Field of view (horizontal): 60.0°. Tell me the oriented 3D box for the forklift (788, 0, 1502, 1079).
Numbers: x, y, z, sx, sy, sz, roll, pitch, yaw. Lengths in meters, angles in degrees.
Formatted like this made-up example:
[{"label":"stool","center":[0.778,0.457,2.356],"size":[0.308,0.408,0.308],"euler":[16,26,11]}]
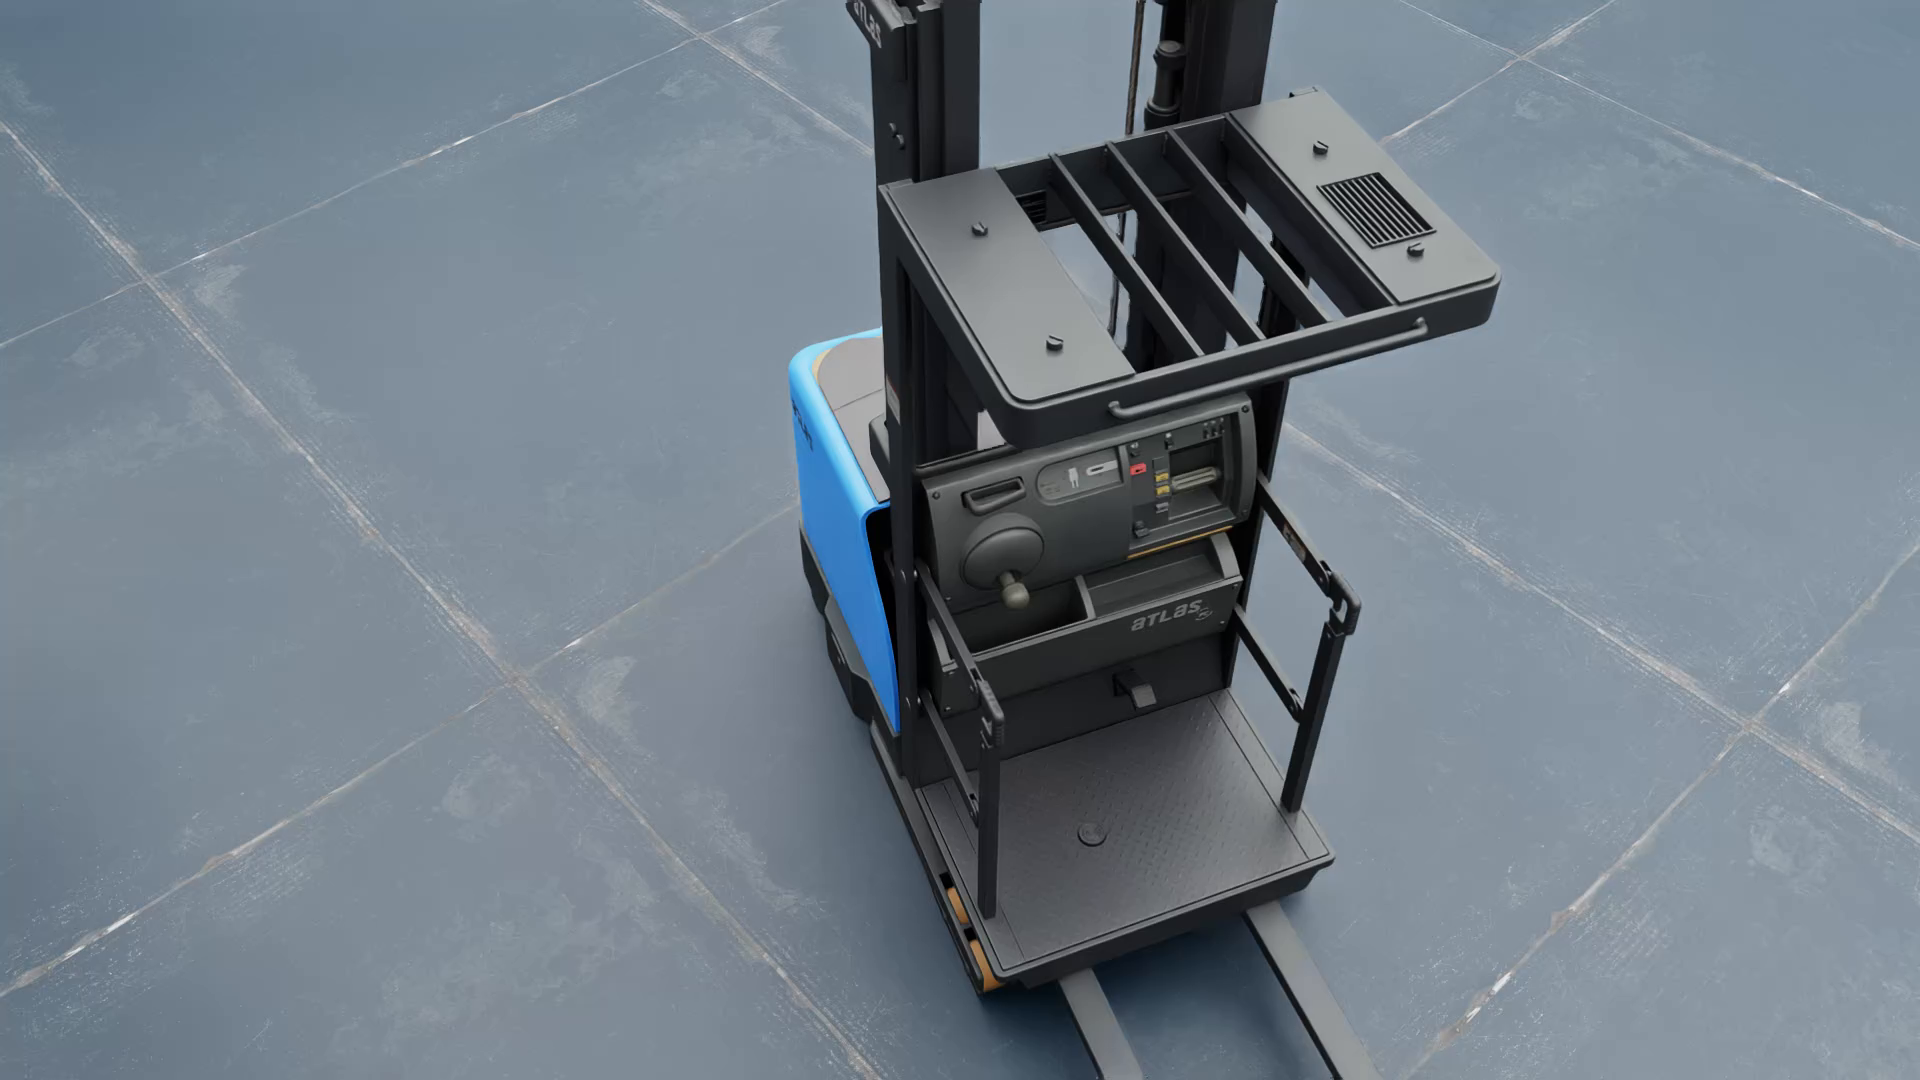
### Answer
[{"label":"forklift","center":[0.438,0.001,4.254],"size":[1.130,2.935,3.031],"euler":[-16,49,-14]}]
